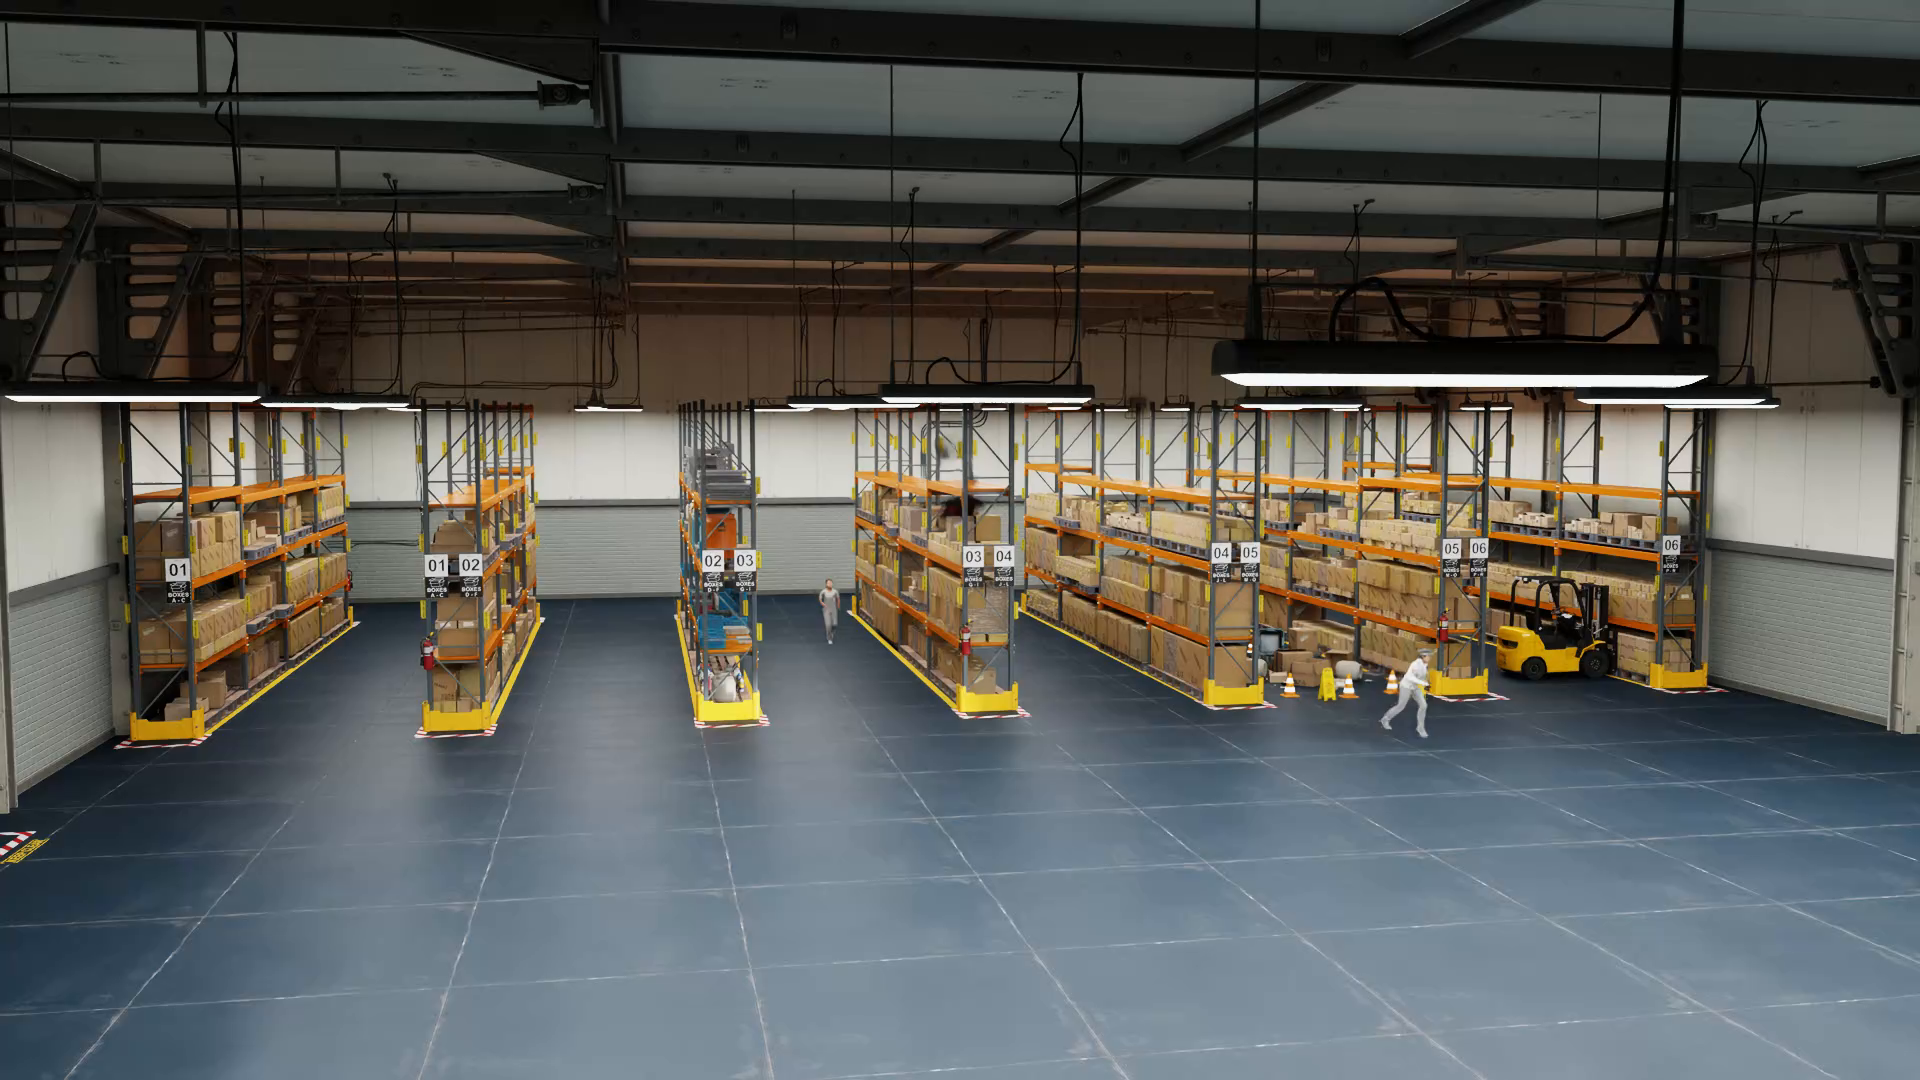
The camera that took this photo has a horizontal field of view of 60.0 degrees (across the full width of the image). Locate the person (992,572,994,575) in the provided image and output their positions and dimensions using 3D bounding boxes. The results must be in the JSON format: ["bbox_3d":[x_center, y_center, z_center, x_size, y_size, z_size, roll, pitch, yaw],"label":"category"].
[{"bbox_3d":[1.143,1.428,45.460,0.649,1.754,0.645,0,4,-4],"label":"person"}]

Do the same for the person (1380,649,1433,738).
[{"bbox_3d":[7.998,2.714,29.762,0.964,1.625,0.658,4,6,40],"label":"person"}]

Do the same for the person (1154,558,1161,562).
[{"bbox_3d":[5.473,1.373,46.502,0.620,1.722,0.856,-2,5,-25],"label":"person"}]

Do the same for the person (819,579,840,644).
[{"bbox_3d":[-3.250,1.790,41.586,0.564,1.610,0.566,-1,4,-13],"label":"person"}]
